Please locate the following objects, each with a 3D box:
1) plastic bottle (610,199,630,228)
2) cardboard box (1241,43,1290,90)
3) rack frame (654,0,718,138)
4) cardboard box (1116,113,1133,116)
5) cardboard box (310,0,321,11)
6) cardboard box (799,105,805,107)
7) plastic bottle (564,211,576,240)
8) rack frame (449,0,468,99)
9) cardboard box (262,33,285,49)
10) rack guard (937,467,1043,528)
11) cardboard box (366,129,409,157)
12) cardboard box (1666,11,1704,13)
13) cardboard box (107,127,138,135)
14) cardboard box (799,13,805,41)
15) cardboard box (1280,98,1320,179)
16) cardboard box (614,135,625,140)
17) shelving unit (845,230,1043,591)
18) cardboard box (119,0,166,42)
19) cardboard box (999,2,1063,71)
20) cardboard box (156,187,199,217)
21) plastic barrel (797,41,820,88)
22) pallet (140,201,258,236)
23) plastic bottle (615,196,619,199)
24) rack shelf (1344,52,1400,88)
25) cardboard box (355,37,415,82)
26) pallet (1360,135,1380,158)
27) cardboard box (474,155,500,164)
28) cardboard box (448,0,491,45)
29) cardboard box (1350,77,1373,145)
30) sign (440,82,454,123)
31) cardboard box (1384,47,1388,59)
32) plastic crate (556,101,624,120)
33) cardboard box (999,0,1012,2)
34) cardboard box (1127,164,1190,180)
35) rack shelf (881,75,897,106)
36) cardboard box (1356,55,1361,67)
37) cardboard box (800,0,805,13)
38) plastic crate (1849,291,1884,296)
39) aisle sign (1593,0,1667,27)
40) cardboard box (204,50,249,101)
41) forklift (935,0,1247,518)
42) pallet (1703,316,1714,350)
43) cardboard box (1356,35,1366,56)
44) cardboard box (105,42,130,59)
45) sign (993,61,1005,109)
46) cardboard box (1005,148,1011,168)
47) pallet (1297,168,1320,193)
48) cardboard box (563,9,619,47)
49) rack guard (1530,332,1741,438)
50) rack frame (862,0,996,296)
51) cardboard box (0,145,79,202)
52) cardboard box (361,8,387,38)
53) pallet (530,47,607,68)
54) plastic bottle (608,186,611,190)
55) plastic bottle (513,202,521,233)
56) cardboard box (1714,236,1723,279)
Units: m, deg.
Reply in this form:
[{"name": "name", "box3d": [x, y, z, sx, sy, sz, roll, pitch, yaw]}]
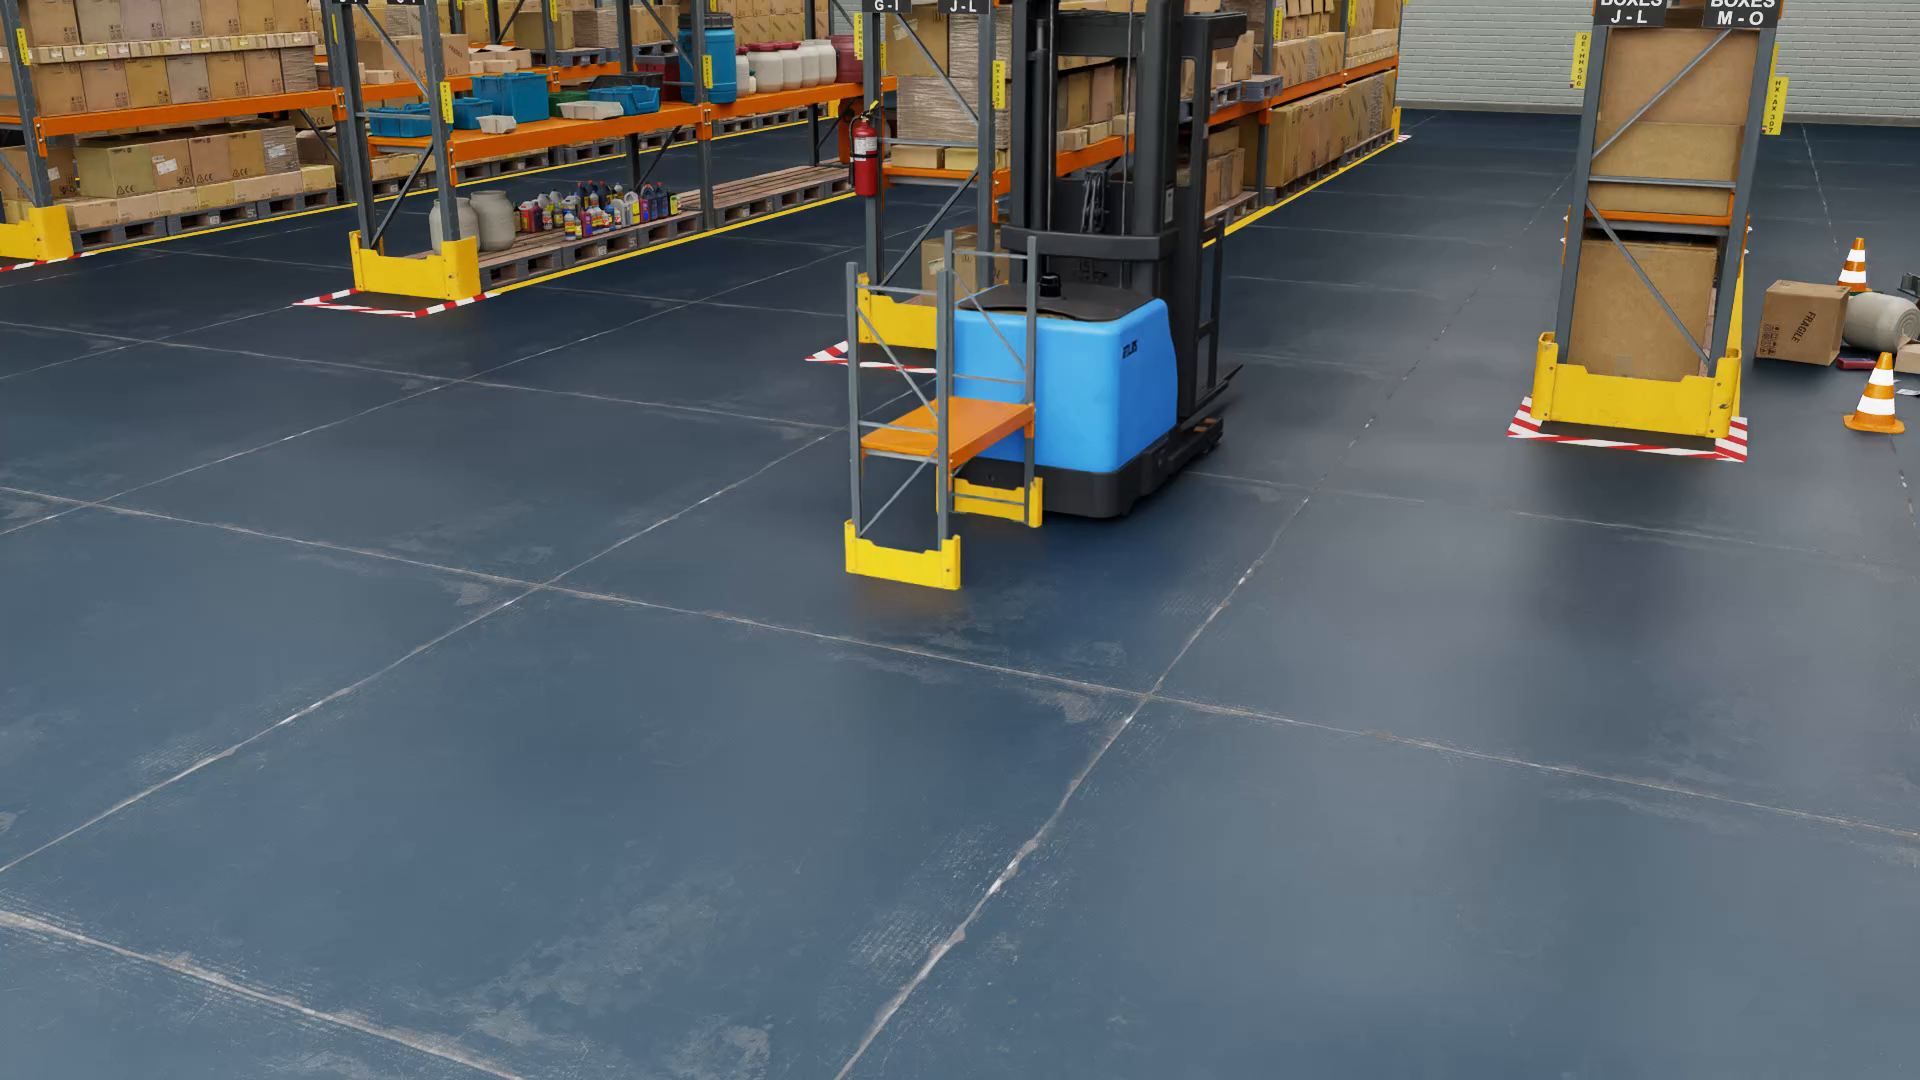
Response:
[{"name": "plastic bottle", "box3d": [-3.387, -3.266, 16.583, 0.152, 0.276, 0.135, 9, 21, 24]}, {"name": "cardboard box", "box3d": [3.499, -5.486, 19.269, 0.500, 0.500, 0.500, 9, 22, 24]}, {"name": "rack frame", "box3d": [-4.347, -7.911, 26.237, 1.000, 3.000, 0.127, 9, 21, 23]}, {"name": "cardboard box", "box3d": [1.326, -3.737, 14.876, 0.380, 0.149, 0.250, 9, 21, 23]}, {"name": "cardboard box", "box3d": [-9.865, -8.185, 25.264, 0.500, 0.250, 0.500, 8, 21, 22]}, {"name": "cardboard box", "box3d": [-2.954, -7.695, 29.200, 0.380, 0.166, 0.250, 9, 21, 23]}, {"name": "plastic bottle", "box3d": [-3.716, -2.995, 15.829, 0.097, 0.271, 0.097, 0, 20, 0]}, {"name": "rack frame", "box3d": [-8.867, -8.590, 28.145, 1.000, 3.000, 0.127, 9, 21, 23]}, {"name": "cardboard box", "box3d": [-7.746, -5.550, 18.481, 0.380, 0.149, 0.250, 8, 21, 21]}, {"name": "rack guard", "box3d": [0.152, -0.233, 8.750, 0.587, 0.250, 0.087, 9, 21, 24]}, {"name": "cardboard box", "box3d": [-7.016, -4.876, 20.344, 0.500, 0.311, 0.500, 8, 21, 22]}, {"name": "cardboard box", "box3d": [5.596, -3.681, 12.507, 0.875, 0.550, 0.550, 9, 21, 23]}, {"name": "cardboard box", "box3d": [-11.691, -5.566, 22.716, 0.700, 0.500, 0.500, 8, 21, 22]}, {"name": "cardboard box", "box3d": [-2.853, -8.848, 28.721, 0.500, 0.500, 0.500, 9, 21, 23]}, {"name": "cardboard box", "box3d": [3.725, -5.004, 20.607, 1.225, 0.875, 0.875, 9, 21, 23]}, {"name": "cardboard box", "box3d": [-5.118, -6.131, 24.306, 0.500, 0.500, 0.500, 8, 21, 22]}, {"name": "shelving unit", "box3d": [-0.061, -0.671, 8.117, 0.587, 1.500, 1.083, 9, 21, 24]}, {"name": "cardboard box", "box3d": [-8.620, -5.374, 17.018, 0.700, 0.500, 0.500, 9, 21, 23]}, {"name": "cardboard box", "box3d": [0.461, -3.823, 12.657, 0.500, 0.500, 0.500, 9, 21, 23]}, {"name": "cardboard box", "box3d": [-8.431, -3.585, 17.548, 0.500, 0.250, 0.500, 9, 21, 23]}, {"name": "plastic barrel", "box3d": [-1.866, -5.588, 19.537, 0.421, 0.512, 0.421, 0, 20, 0]}, {"name": "pallet", "box3d": [-8.485, -3.540, 18.108, 1.003, 0.211, 1.213, 9, 21, 23]}, {"name": "plastic bottle", "box3d": [-3.421, -3.325, 16.738, 0.061, 0.283, 0.133, 9, 21, 23]}, {"name": "rack shelf", "box3d": [5.509, -6.823, 24.251, 1.077, 0.370, 4.000, 9, 21, 23]}, {"name": "cardboard box", "box3d": [-7.077, -5.906, 20.450, 0.500, 0.500, 0.500, 10, 22, 27]}, {"name": "pallet", "box3d": [5.571, -5.833, 24.555, 1.003, 0.211, 1.213, 9, 21, 23]}, {"name": "cardboard box", "box3d": [-6.394, -5.085, 21.767, 0.500, 0.250, 0.500, 9, 22, 24]}, {"name": "cardboard box", "box3d": [-8.630, -8.895, 28.555, 0.980, 0.700, 0.700, 9, 21, 24]}, {"name": "cardboard box", "box3d": [5.401, -6.213, 24.007, 0.875, 0.875, 0.875, 9, 21, 23]}, {"name": "sign", "box3d": [-4.243, -3.615, 13.745, 0.100, 0.325, 0.005, 9, 21, 23]}, {"name": "cardboard box", "box3d": [6.170, -7.268, 24.804, 0.380, 0.149, 0.250, 9, 21, 24]}, {"name": "plastic crate", "box3d": [-3.539, -4.129, 15.997, 0.530, 0.136, 0.437, 9, 21, 23]}, {"name": "cardboard box", "box3d": [0.182, -4.049, 13.292, 0.500, 0.500, 0.500, 9, 21, 23]}, {"name": "cardboard box", "box3d": [2.126, -3.634, 17.283, 0.700, 0.500, 0.500, 7, 21, 18]}, {"name": "rack shelf", "box3d": [-0.648, -6.280, 22.724, 1.077, 0.370, 4.000, 9, 21, 23]}, {"name": "cardboard box", "box3d": [5.329, -6.638, 23.032, 0.380, 0.149, 0.250, 9, 22, 24]}, {"name": "cardboard box", "box3d": [-2.846, -9.324, 28.568, 0.500, 0.500, 0.500, 9, 22, 24]}, {"name": "plastic crate", "box3d": [7.021, -1.863, 13.341, 0.662, 0.188, 0.450, -14, 14, -33]}, {"name": "aisle sign", "box3d": [3.957, -3.415, 9.715, 0.394, 0.787, 0.004, 9, 21, 23]}, {"name": "cardboard box", "box3d": [-8.218, -5.061, 18.074, 0.700, 0.500, 0.500, 9, 21, 24]}, {"name": "forklift", "box3d": [0.948, -1.948, 9.573, 1.130, 2.935, 3.031, 9, 21, 24]}, {"name": "pallet", "box3d": [5.016, -1.484, 12.326, 1.003, 0.211, 1.213, 9, 21, 23]}, {"name": "cardboard box", "box3d": [5.329, -6.879, 23.115, 0.500, 0.250, 0.500, 8, 21, 22]}, {"name": "cardboard box", "box3d": [-8.589, -4.920, 16.709, 0.380, 0.149, 0.250, 8, 21, 22]}, {"name": "sign", "box3d": [0.271, -3.216, 11.743, 0.100, 0.325, 0.005, 9, 21, 23]}, {"name": "cardboard box", "box3d": [0.230, -2.892, 12.499, 0.380, 0.149, 0.250, 9, 21, 23]}, {"name": "pallet", "box3d": [3.944, -4.616, 21.134, 1.003, 0.211, 1.213, 9, 21, 23]}, {"name": "cardboard box", "box3d": [-5.281, -7.395, 24.009, 0.700, 0.500, 0.500, 13, 23, 33]}, {"name": "rack guard", "box3d": [4.249, -0.986, 10.494, 1.175, 0.500, 0.348, 9, 21, 23]}, {"name": "rack frame", "box3d": [-0.224, -2.882, 12.097, 1.000, 3.000, 0.127, 9, 21, 23]}, {"name": "cardboard box", "box3d": [-9.312, -3.703, 16.763, 0.500, 0.500, 0.500, 9, 21, 23]}, {"name": "cardboard box", "box3d": [-9.440, -8.147, 26.279, 0.500, 0.500, 0.500, 9, 22, 24]}, {"name": "pallet", "box3d": [-5.771, -6.815, 23.441, 1.213, 0.211, 1.003, 9, 21, 23]}, {"name": "plastic bottle", "box3d": [-3.743, -3.569, 17.435, 0.152, 0.276, 0.135, 9, 22, 25]}, {"name": "plastic bottle", "box3d": [-4.360, -3.149, 16.244, 0.061, 0.283, 0.133, 9, 22, 24]}, {"name": "cardboard box", "box3d": [6.069, -2.734, 14.409, 1.050, 0.750, 0.750, 8, 21, 22]}]
